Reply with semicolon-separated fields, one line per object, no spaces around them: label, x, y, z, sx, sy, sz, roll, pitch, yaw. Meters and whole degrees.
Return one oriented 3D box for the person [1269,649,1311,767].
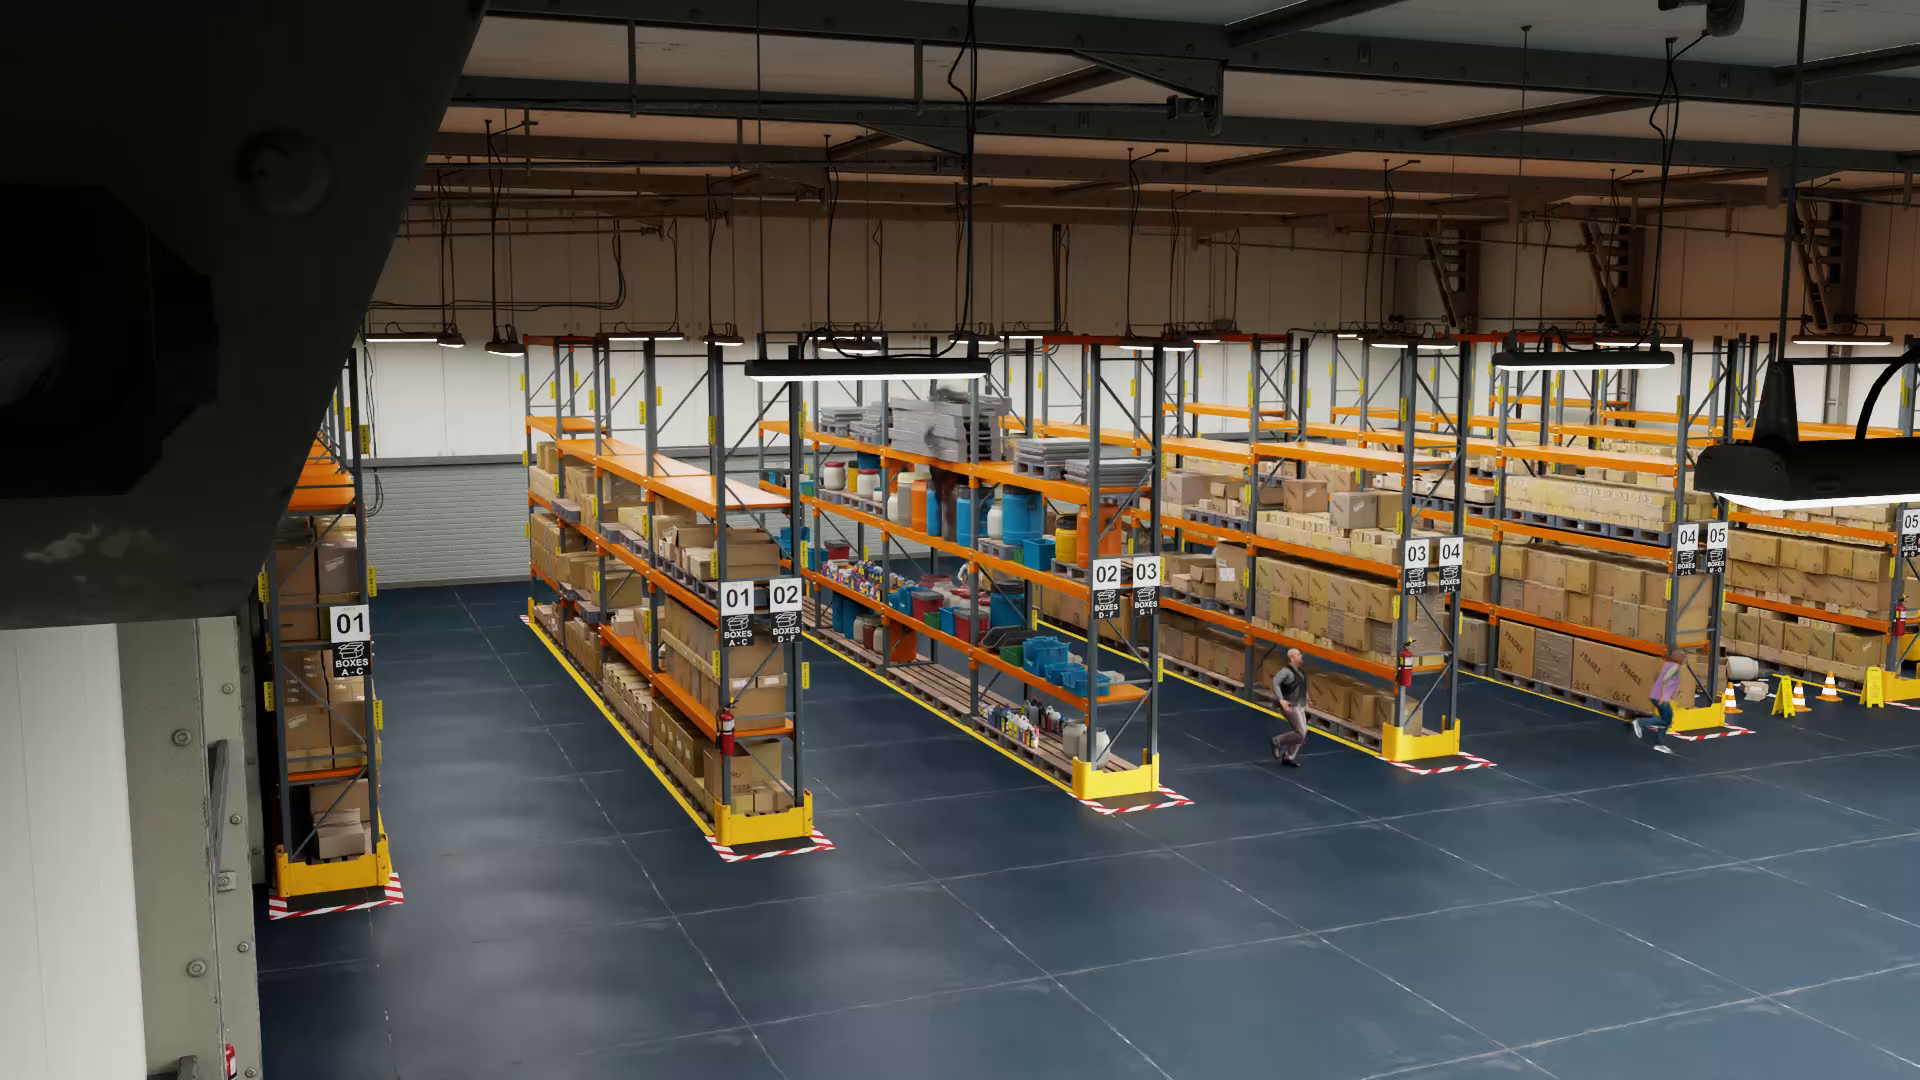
person;4.754;2.377;23.681;0.540;1.660;0.708;5;9;34

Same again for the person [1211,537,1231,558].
person;5.516;0.803;34.969;0.704;1.832;0.850;-4;9;-29

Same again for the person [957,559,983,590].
person;0.198;1.023;34.319;0.545;1.582;0.833;-3;8;-23

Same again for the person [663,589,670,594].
person;-5.807;1.070;33.580;0.564;1.644;0.813;-5;9;-32

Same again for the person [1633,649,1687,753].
person;10.266;2.359;24.423;0.721;1.538;0.533;0;8;3
